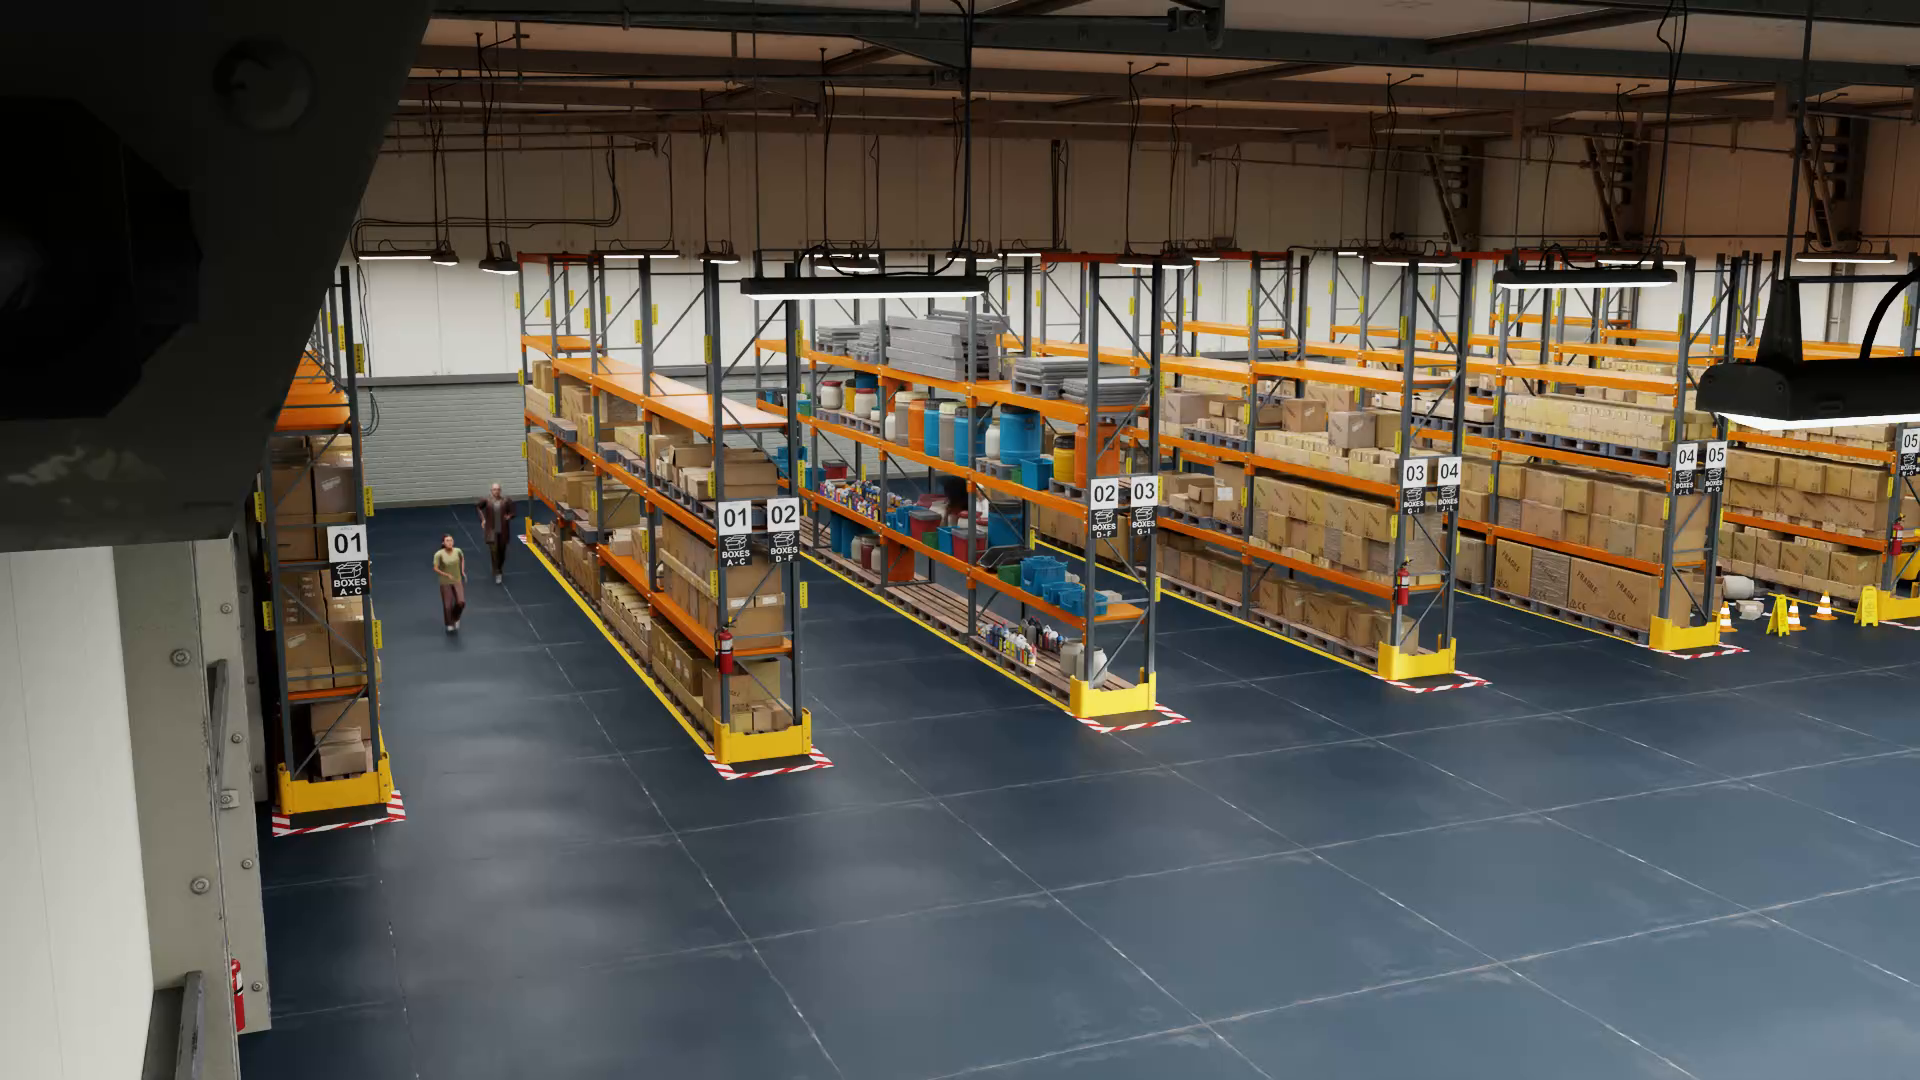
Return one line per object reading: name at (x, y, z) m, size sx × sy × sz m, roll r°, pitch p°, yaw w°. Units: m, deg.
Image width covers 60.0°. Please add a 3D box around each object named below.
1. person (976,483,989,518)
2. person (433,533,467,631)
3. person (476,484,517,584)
person at (0.414, -0.287, 31.532) m, size 0.528 × 1.627 × 0.630 m, roll -6°, pitch 12°, yaw -30°
person at (-8.159, 0.690, 26.678) m, size 0.553 × 1.627 × 0.679 m, roll -6°, pitch 12°, yaw -31°
person at (-8.582, -0.155, 30.872) m, size 0.705 × 1.802 × 1.047 m, roll -4°, pitch 11°, yaw -21°
